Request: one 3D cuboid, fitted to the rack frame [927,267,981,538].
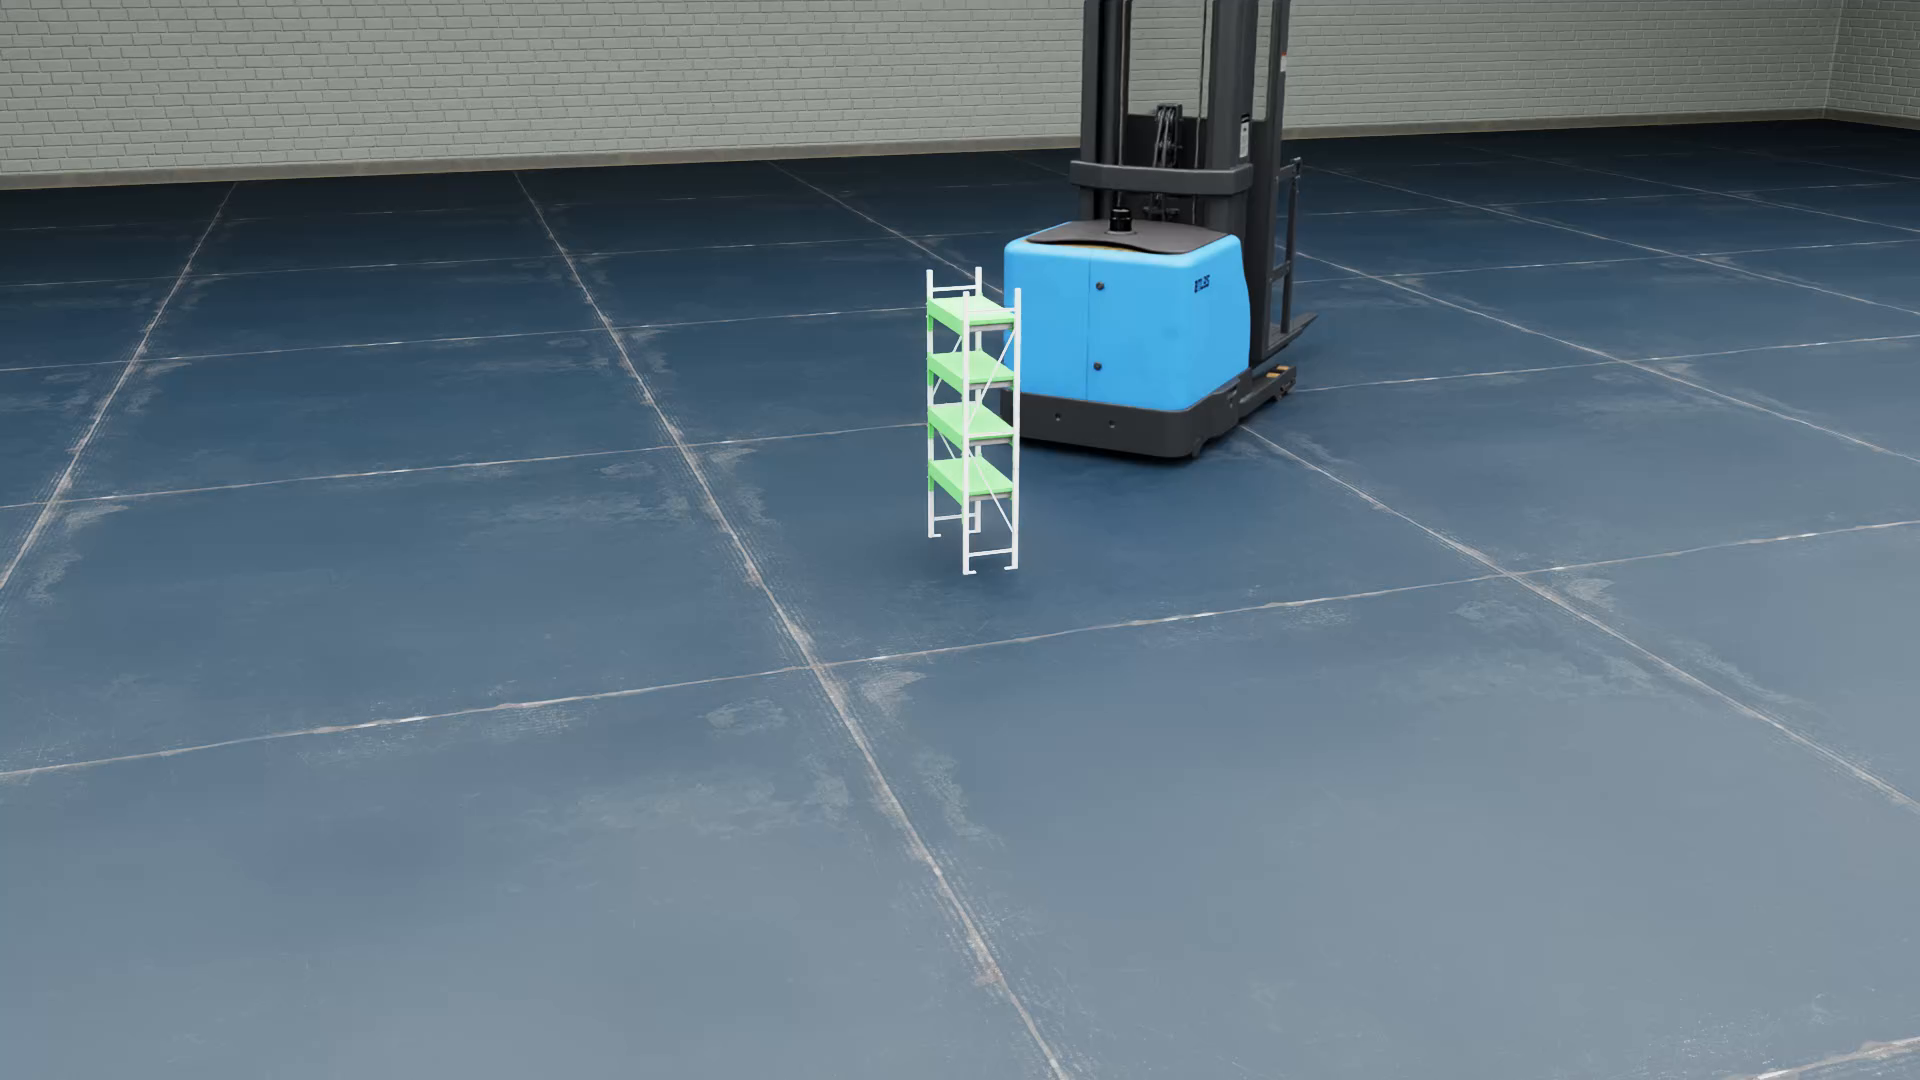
[{"bbox_3d":[-0.025,-0.590,7.284,0.240,1.200,0.015,-6,21,-17],"label":"rack frame"}]

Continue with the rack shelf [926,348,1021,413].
[{"bbox_3d":[0.052,-0.677,7.006,0.258,0.148,0.480,-6,21,-17],"label":"rack shelf"}]

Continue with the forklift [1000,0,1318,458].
[{"bbox_3d":[1.338,-2.248,9.339,1.130,2.935,3.031,10,22,26],"label":"forklift"}]

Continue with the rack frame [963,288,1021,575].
[{"bbox_3d":[0.129,-0.433,6.848,0.240,1.200,0.015,-6,21,-17],"label":"rack frame"}]

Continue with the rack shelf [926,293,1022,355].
[{"bbox_3d":[0.052,-0.903,6.925,0.258,0.148,0.480,-6,21,-17],"label":"rack shelf"}]

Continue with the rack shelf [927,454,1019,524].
[{"bbox_3d":[0.052,-0.226,7.169,0.258,0.148,0.480,-6,21,-17],"label":"rack shelf"}]

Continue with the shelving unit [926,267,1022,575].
[{"bbox_3d":[0.052,-0.512,7.066,0.258,1.200,0.503,-6,21,-17],"label":"shelving unit"}]

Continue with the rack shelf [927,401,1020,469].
[{"bbox_3d":[0.052,-0.451,7.087,0.258,0.148,0.480,-6,21,-17],"label":"rack shelf"}]
